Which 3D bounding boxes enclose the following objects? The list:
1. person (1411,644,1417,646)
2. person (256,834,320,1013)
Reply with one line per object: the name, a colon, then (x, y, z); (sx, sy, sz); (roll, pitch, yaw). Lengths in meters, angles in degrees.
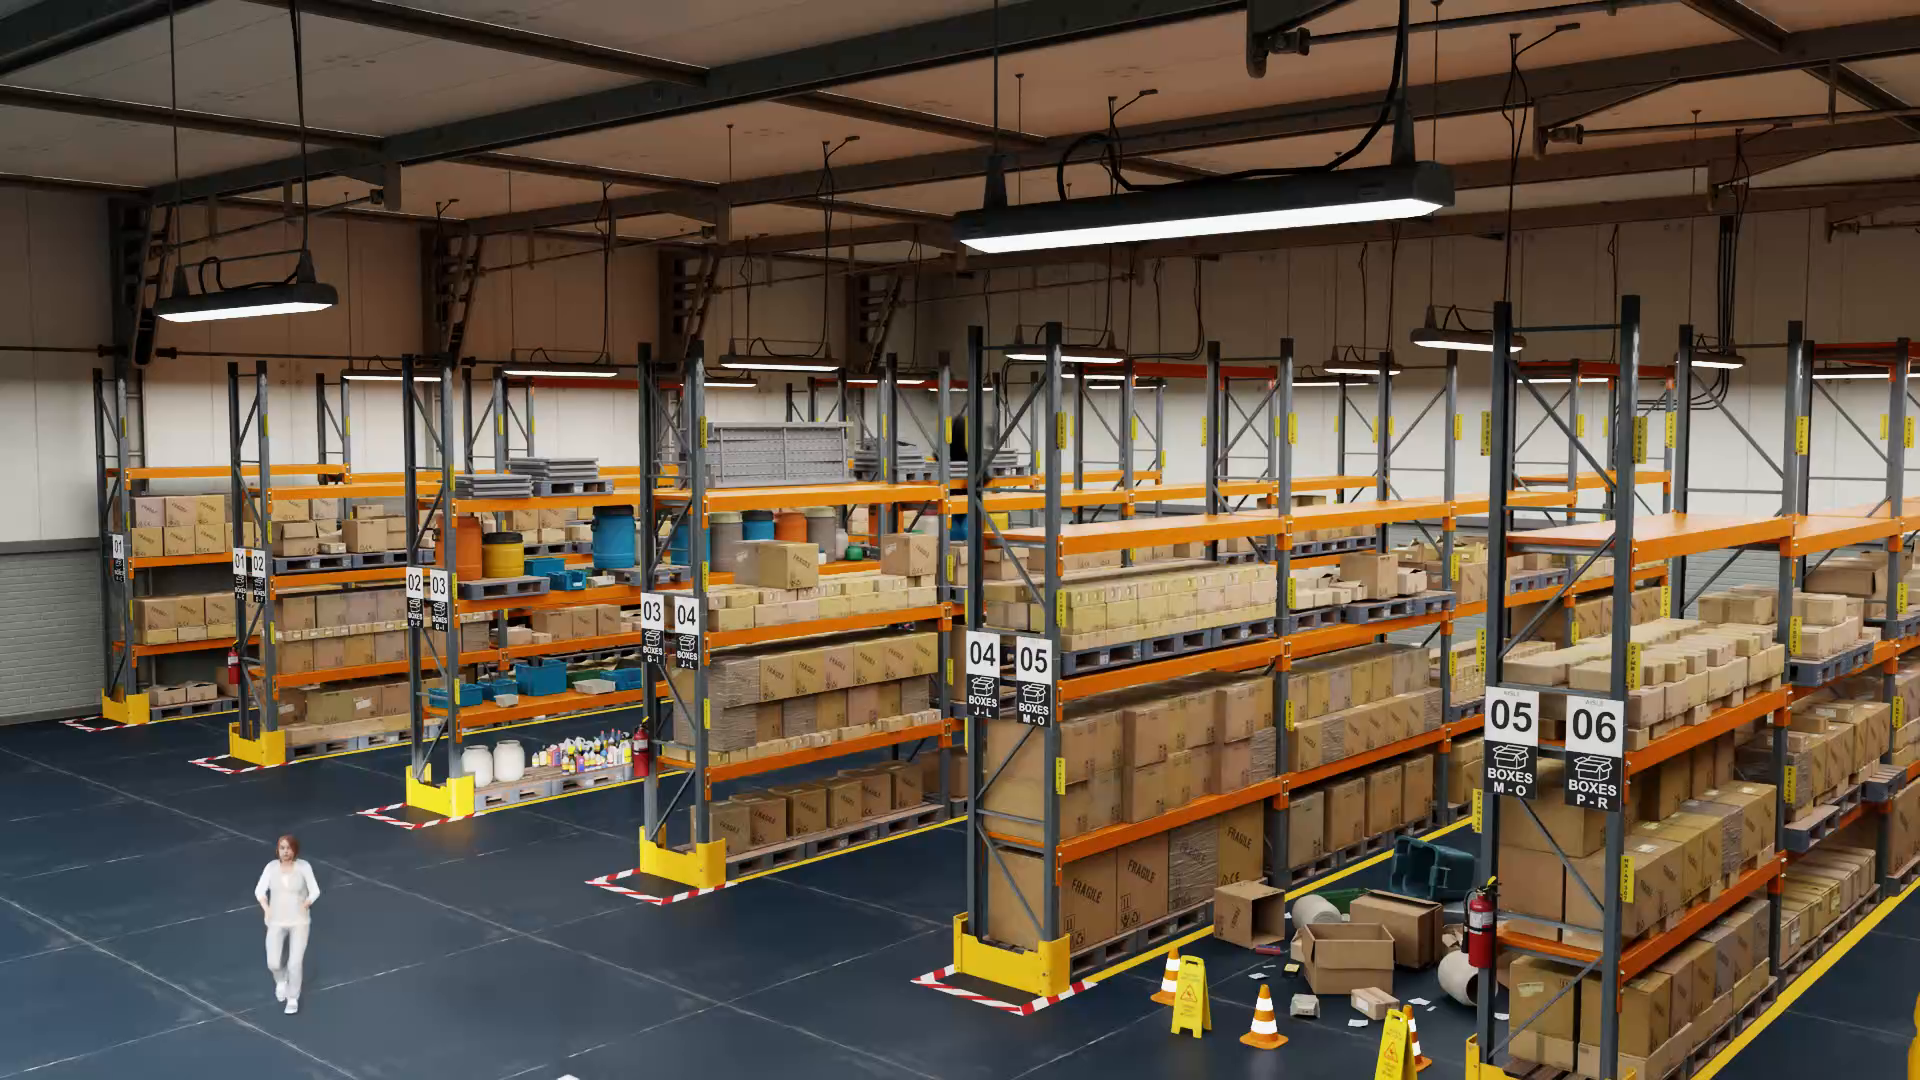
person: (6.906, 2.447, 25.224); (0.708, 1.761, 0.862); (4, 6, 43)
person: (-5.827, 3.326, 14.392); (0.523, 1.554, 0.549); (-1, 4, -17)
